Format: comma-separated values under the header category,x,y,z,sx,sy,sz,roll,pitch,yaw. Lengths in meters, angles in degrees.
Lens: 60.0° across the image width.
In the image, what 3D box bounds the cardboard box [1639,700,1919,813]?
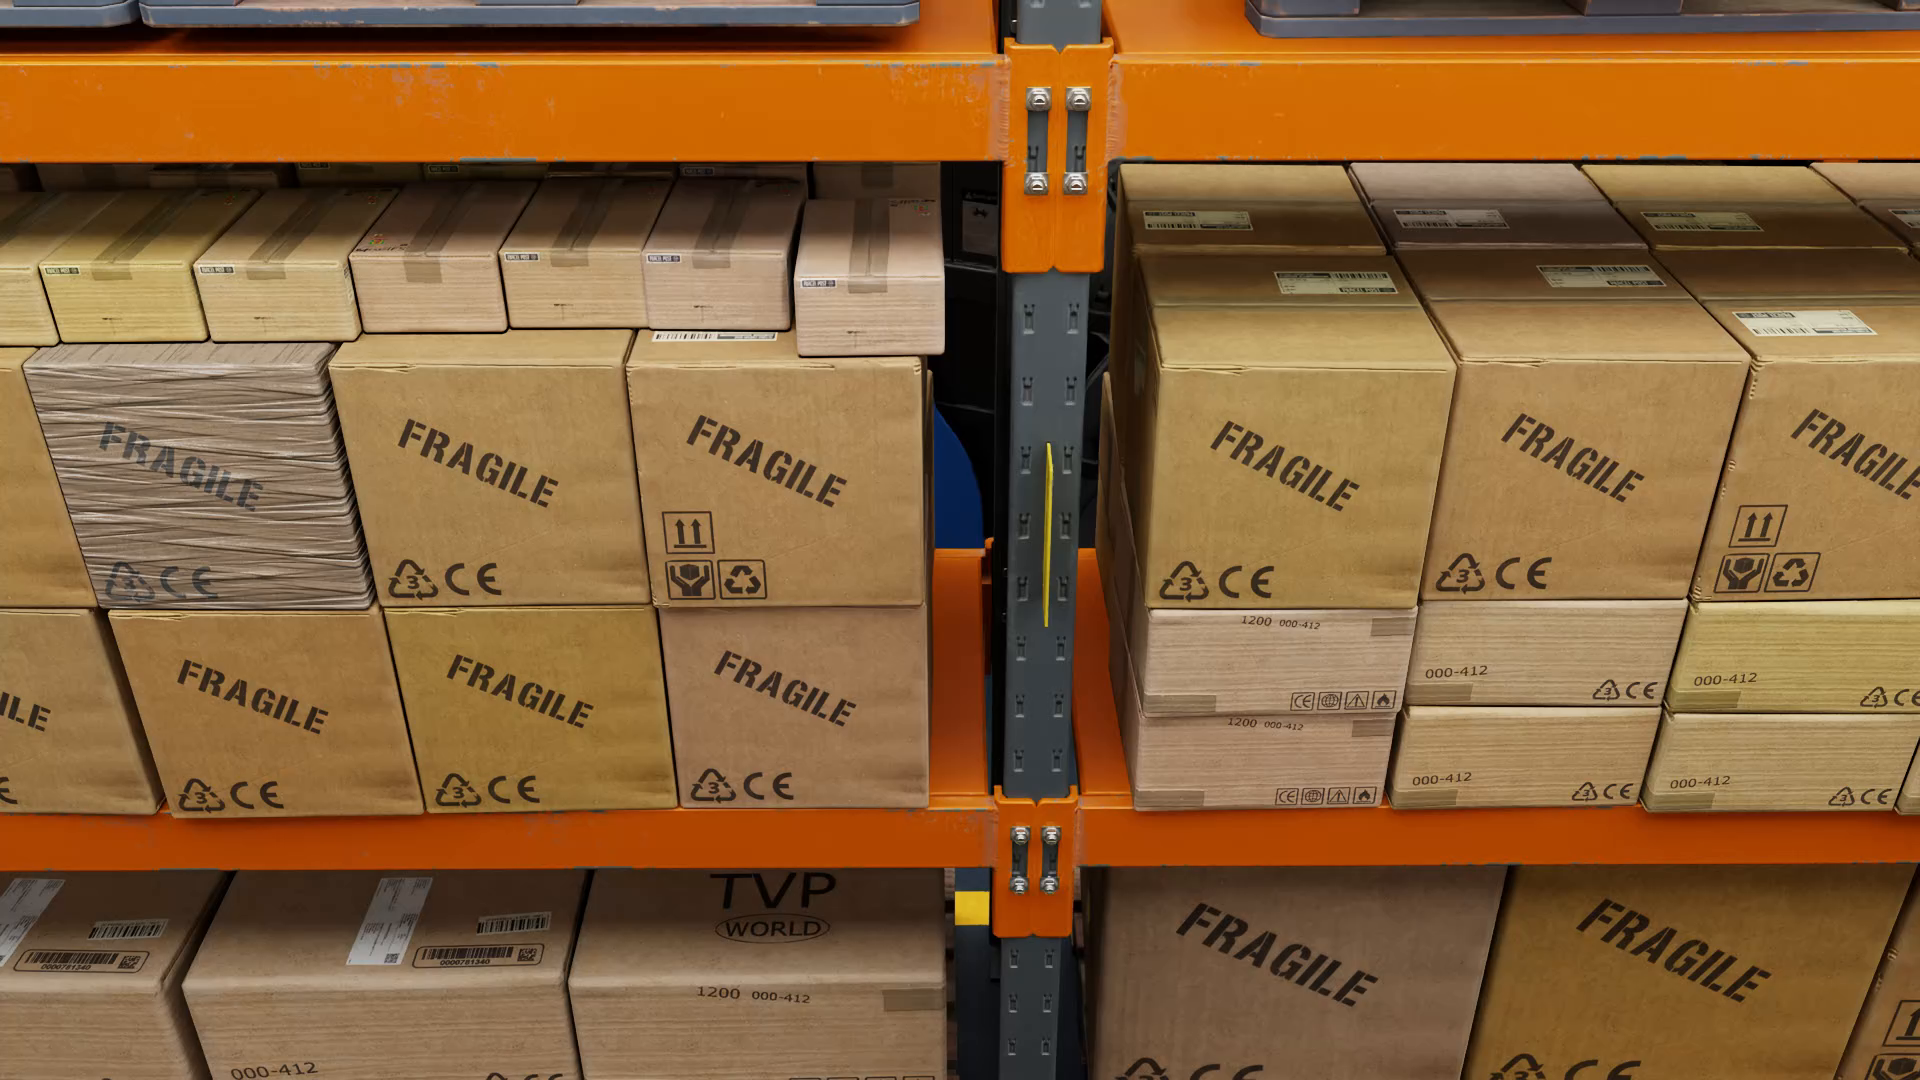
category,x,y,z,sx,sy,sz,roll,pitch,yaw
cardboard box,1.622,0.314,3.485,0.500,0.250,0.500,0,31,-1

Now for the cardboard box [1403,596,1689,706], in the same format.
category,x,y,z,sx,sy,sz,roll,pitch,yaw
cardboard box,1.113,0.089,3.374,0.500,0.250,0.500,0,31,0

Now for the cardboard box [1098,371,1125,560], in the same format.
category,x,y,z,sx,sy,sz,roll,pitch,yaw
cardboard box,0.590,-0.167,3.796,0.500,0.250,0.500,0,31,0

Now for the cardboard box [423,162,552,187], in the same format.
category,x,y,z,sx,sy,sz,roll,pitch,yaw
cardboard box,-0.927,-0.770,3.442,0.250,0.149,0.380,0,31,-1

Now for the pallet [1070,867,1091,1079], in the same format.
category,x,y,z,sx,sy,sz,roll,pitch,yaw
pallet,0.922,1.261,4.469,1.213,0.211,1.003,0,31,0

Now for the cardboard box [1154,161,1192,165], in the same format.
category,x,y,z,sx,sy,sz,roll,pitch,yaw
cardboard box,1.010,-1.764,8.145,0.250,0.149,0.380,-2,31,-3

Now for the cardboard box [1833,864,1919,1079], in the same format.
category,x,y,z,sx,sy,sz,roll,pitch,yaw
cardboard box,2.567,0.786,4.206,0.875,0.875,0.875,0,31,0

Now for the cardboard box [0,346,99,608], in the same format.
category,x,y,z,sx,sy,sz,roll,pitch,yaw
cardboard box,-1.838,-0.214,3.151,0.500,0.500,0.500,0,31,0

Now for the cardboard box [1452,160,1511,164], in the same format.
category,x,y,z,sx,sy,sz,roll,pitch,yaw
cardboard box,2.574,-1.759,8.138,0.250,0.149,0.380,-1,31,-1

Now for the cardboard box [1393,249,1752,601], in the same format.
category,x,y,z,sx,sy,sz,roll,pitch,yaw
cardboard box,1.101,-0.228,3.175,0.500,0.500,0.500,0,31,-1

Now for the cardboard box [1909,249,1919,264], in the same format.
category,x,y,z,sx,sy,sz,roll,pitch,yaw
cardboard box,2.119,-0.234,3.183,0.500,0.500,0.500,-1,31,-1

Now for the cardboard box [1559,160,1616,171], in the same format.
category,x,y,z,sx,sy,sz,roll,pitch,yaw
cardboard box,3.088,-1.738,8.102,0.250,0.149,0.380,-1,31,-2

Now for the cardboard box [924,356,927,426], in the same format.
category,x,y,z,sx,sy,sz,roll,pitch,yaw
cardboard box,-0.327,-0.484,3.596,0.500,0.500,0.500,0,31,0

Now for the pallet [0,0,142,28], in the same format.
category,x,y,z,sx,sy,sz,roll,pitch,yaw
pallet,-1.885,-1.135,2.923,1.213,0.211,1.003,0,31,0

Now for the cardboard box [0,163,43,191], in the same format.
category,x,y,z,sx,sy,sz,roll,pitch,yaw
cardboard box,-1.954,-0.754,3.415,0.250,0.149,0.380,1,31,1

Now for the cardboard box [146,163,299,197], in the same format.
category,x,y,z,sx,sy,sz,roll,pitch,yaw
cardboard box,-1.444,-0.741,3.394,0.250,0.149,0.380,0,31,0

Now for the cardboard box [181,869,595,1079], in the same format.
category,x,y,z,sx,sy,sz,roll,pitch,yaw
cardboard box,-1.373,0.975,4.316,0.875,0.438,0.875,-1,31,-2

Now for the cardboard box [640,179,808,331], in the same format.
category,x,y,z,sx,sy,sz,roll,pitch,yaw
cardboard box,-0.420,-0.527,3.041,0.250,0.149,0.380,1,31,1

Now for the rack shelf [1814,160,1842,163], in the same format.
category,x,y,z,sx,sy,sz,roll,pitch,yaw
rack shelf,2.117,-2.163,8.118,4.000,0.370,1.077,0,31,0

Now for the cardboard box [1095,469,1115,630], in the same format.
category,x,y,z,sx,sy,sz,roll,pitch,yaw
cardboard box,0.598,0.042,3.934,0.500,0.250,0.500,-1,31,-1

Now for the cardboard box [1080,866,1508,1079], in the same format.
category,x,y,z,sx,sy,sz,roll,pitch,yaw
cardboard box,0.770,0.795,4.191,0.875,0.875,0.875,1,31,1

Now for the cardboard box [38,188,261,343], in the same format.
category,x,y,z,sx,sy,sz,roll,pitch,yaw
cardboard box,-1.434,-0.500,2.997,0.250,0.149,0.380,-1,31,-1

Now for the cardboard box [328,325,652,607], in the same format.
category,x,y,z,sx,sy,sz,roll,pitch,yaw
cardboard box,-0.827,-0.218,3.158,0.500,0.500,0.500,-1,31,-1

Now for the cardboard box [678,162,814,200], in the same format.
category,x,y,z,sx,sy,sz,roll,pitch,yaw
cardboard box,-0.423,-0.762,3.429,0.250,0.149,0.380,0,31,0

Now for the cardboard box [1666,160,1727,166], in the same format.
category,x,y,z,sx,sy,sz,roll,pitch,yaw
cardboard box,3.624,-1.732,8.093,0.250,0.149,0.380,-2,31,-3

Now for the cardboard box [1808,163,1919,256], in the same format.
category,x,y,z,sx,sy,sz,roll,pitch,yaw
cardboard box,2.138,-0.498,3.619,0.500,0.500,0.500,0,31,1

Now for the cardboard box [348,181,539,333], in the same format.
category,x,y,z,sx,sy,sz,roll,pitch,yaw
cardboard box,-0.922,-0.521,3.032,0.250,0.149,0.380,0,31,-1

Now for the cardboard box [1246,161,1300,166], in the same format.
category,x,y,z,sx,sy,sz,roll,pitch,yaw
cardboard box,1.534,-1.753,8.127,0.250,0.149,0.380,0,31,0

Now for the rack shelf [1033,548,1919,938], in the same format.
category,x,y,z,sx,sy,sz,roll,pitch,yaw
rack shelf,2.150,0.411,3.874,4.000,0.370,1.077,0,31,0

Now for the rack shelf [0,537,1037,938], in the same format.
category,x,y,z,sx,sy,sz,roll,pitch,yaw
rack shelf,-1.849,0.424,3.853,4.000,0.370,1.077,0,31,0

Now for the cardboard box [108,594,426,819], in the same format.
category,x,y,z,sx,sy,sz,roll,pitch,yaw
cardboard box,-1.329,0.215,3.408,0.500,0.500,0.500,-1,31,-1

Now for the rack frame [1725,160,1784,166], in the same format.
category,x,y,z,sx,sy,sz,roll,pitch,yaw
rack frame,4.117,-2.477,7.941,0.127,3.000,1.000,0,31,0

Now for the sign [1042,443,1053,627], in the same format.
category,x,y,z,sx,sy,sz,roll,pitch,yaw
sign,0.155,-0.006,2.957,0.005,0.325,0.100,0,31,0

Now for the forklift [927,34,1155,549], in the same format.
category,x,y,z,sx,sy,sz,roll,pitch,yaw
forklift,0.697,-1.073,5.693,3.031,2.935,1.130,12,33,19

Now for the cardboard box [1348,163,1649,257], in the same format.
category,x,y,z,sx,sy,sz,roll,pitch,yaw
cardboard box,1.113,-0.497,3.618,0.500,0.500,0.500,0,31,1

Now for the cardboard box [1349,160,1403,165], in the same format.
category,x,y,z,sx,sy,sz,roll,pitch,yaw
cardboard box,2.052,-1.769,8.153,0.250,0.149,0.380,0,31,0

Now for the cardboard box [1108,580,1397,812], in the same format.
category,x,y,z,sx,sy,sz,roll,pitch,yaw
cardboard box,0.592,0.310,3.493,0.500,0.250,0.500,-1,31,-1

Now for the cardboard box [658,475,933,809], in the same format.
category,x,y,z,sx,sy,sz,roll,pitch,yaw
cardboard box,-0.312,0.201,3.430,0.500,0.500,0.500,0,31,0
